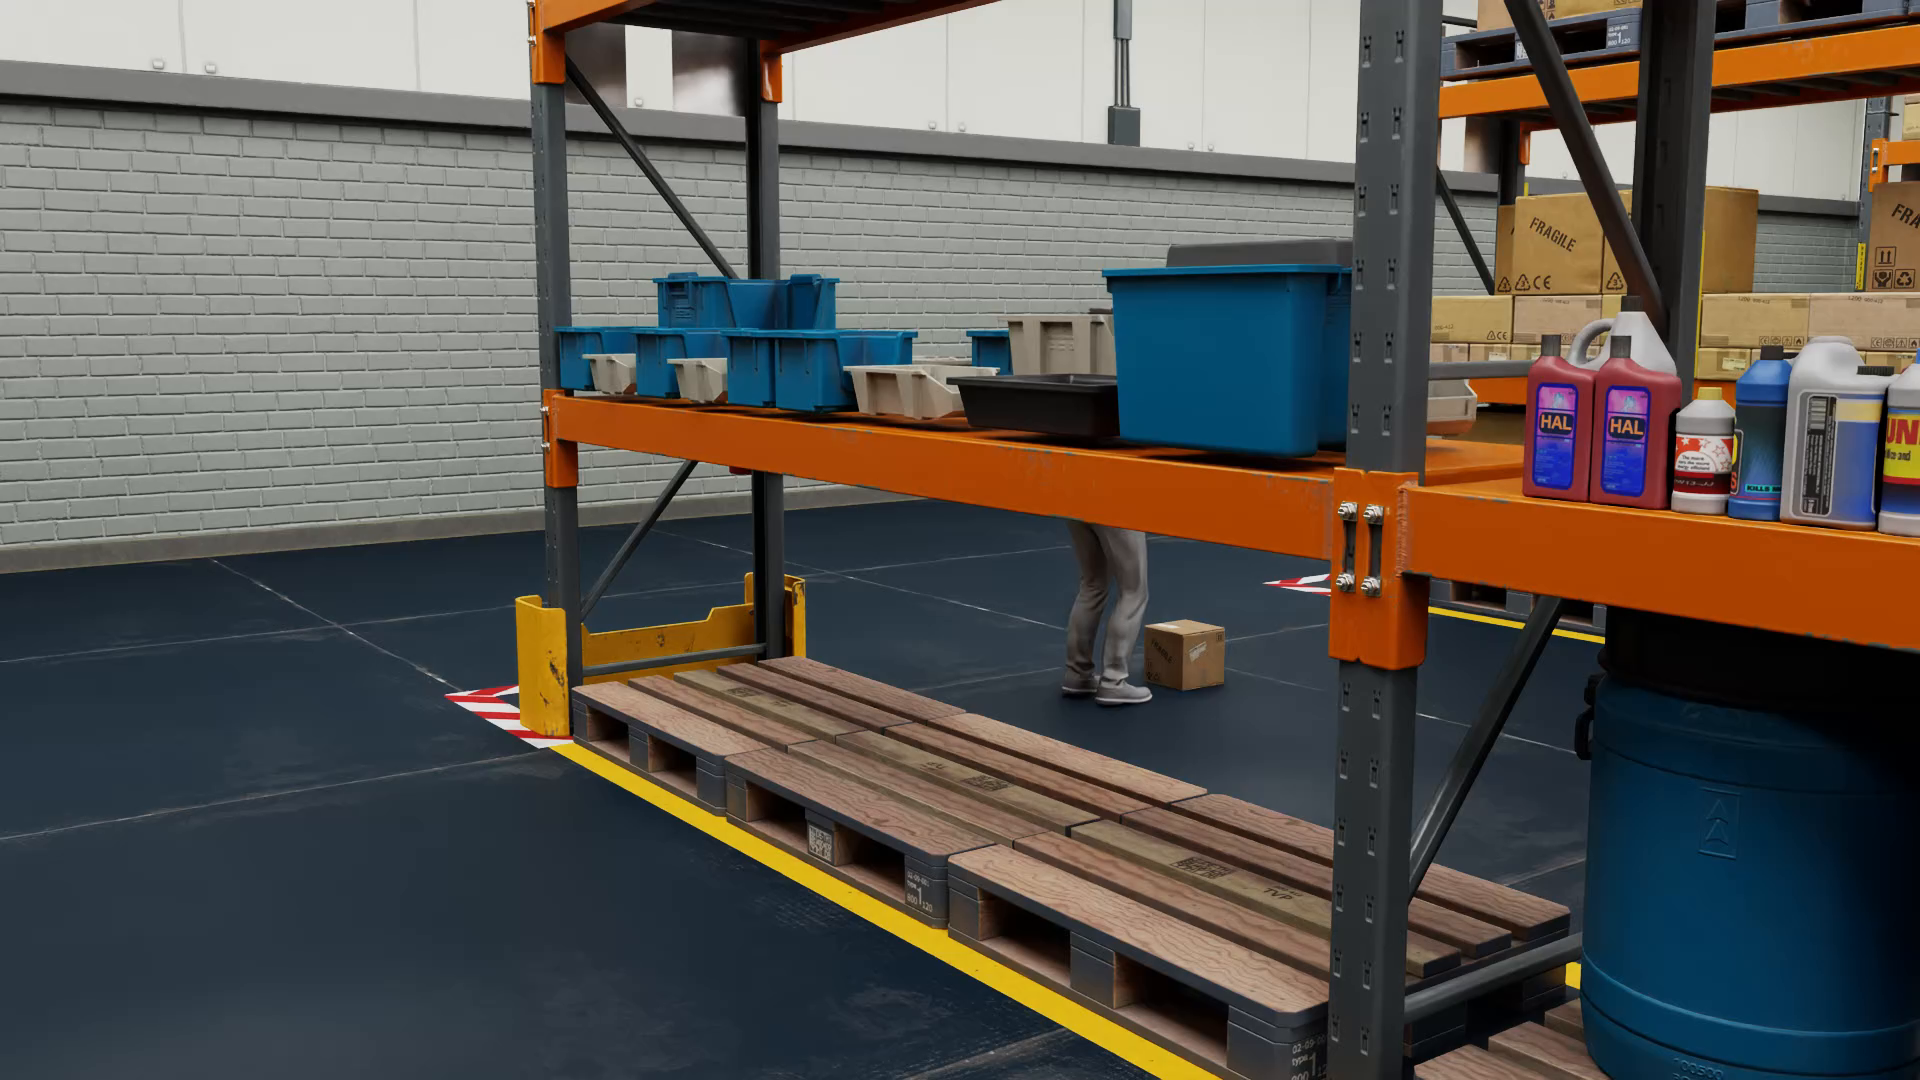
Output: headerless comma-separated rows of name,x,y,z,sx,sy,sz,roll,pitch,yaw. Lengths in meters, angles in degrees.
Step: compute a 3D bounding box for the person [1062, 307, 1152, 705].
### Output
person,0.603,-0.145,6.959,0.396,1.647,0.488,-5,10,-34
